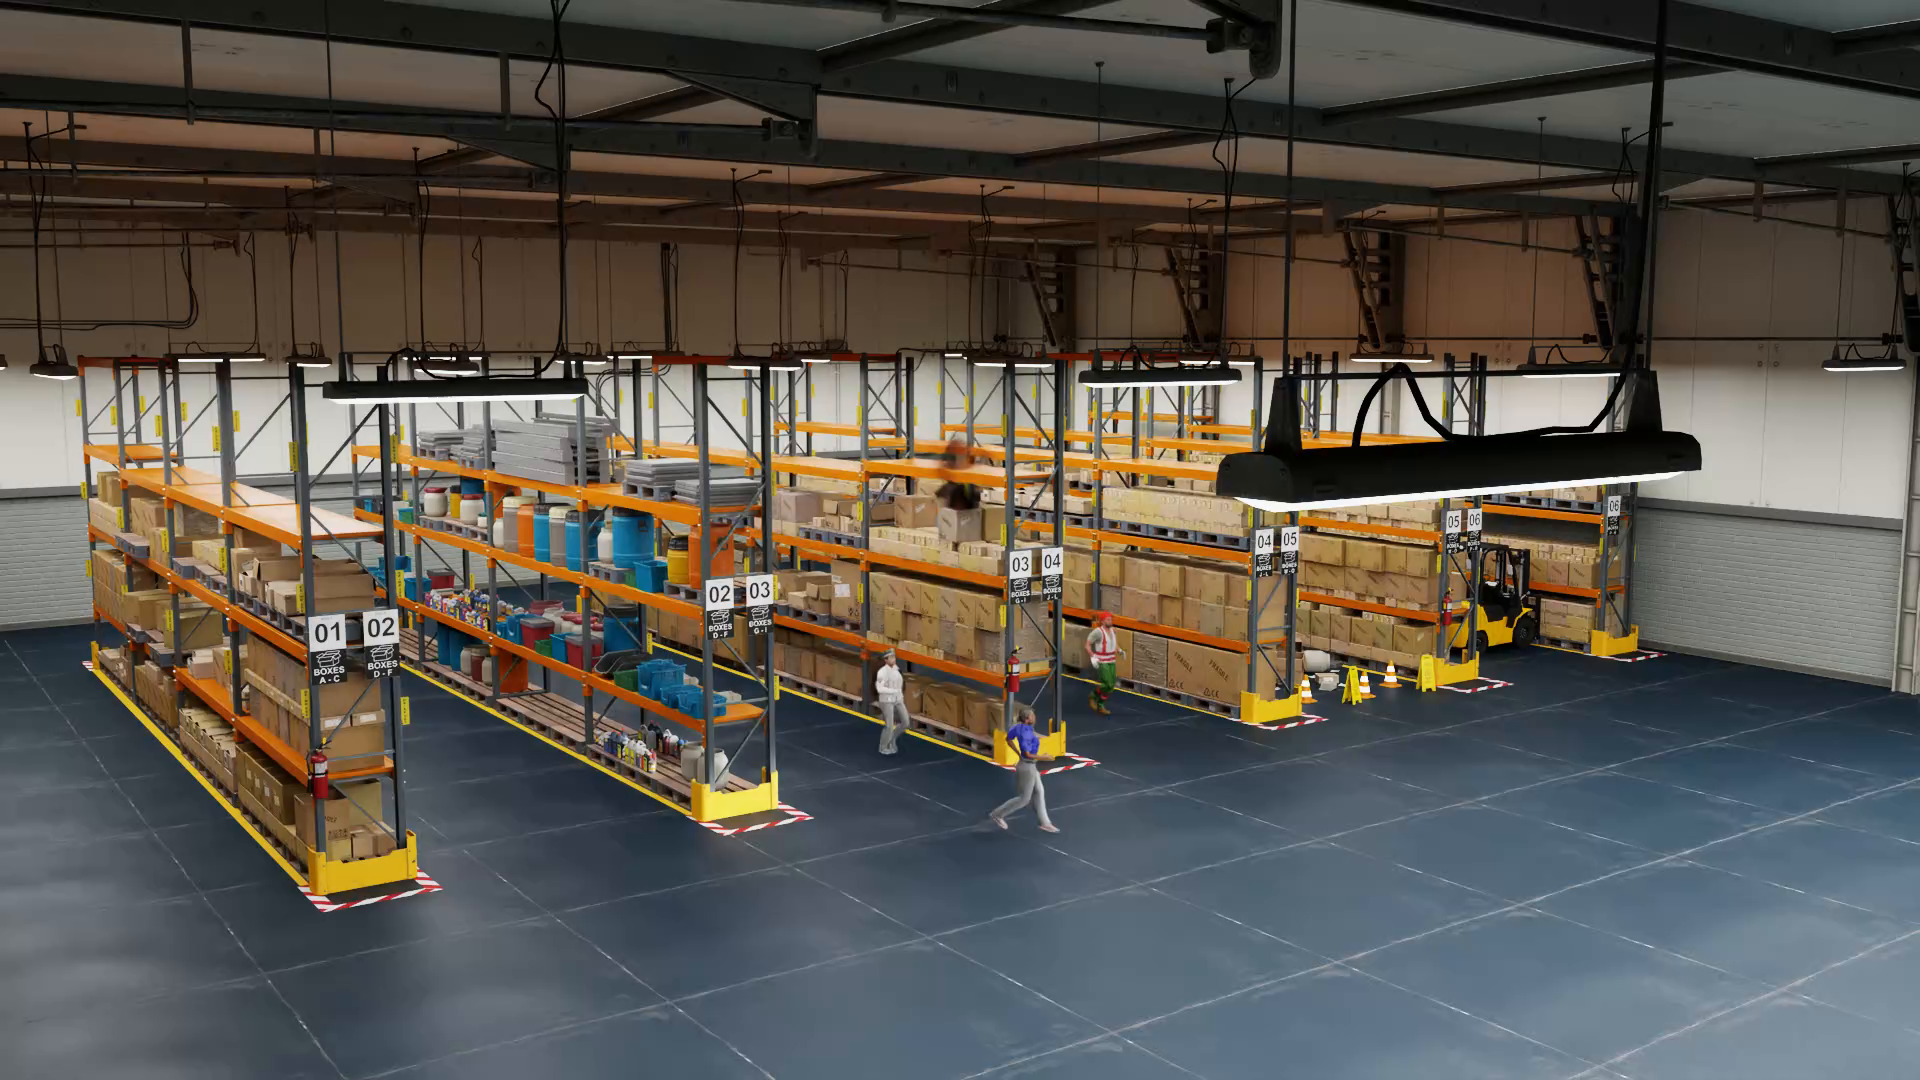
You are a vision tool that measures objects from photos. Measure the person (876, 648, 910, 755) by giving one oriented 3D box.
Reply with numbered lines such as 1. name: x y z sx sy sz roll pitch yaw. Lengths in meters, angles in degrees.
1. person: -0.994 2.449 25.191 0.599 1.651 0.591 7 10 43

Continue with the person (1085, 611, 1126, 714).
1. person: 2.476 2.066 28.043 0.584 1.749 0.669 7 10 43

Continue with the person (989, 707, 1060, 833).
1. person: 0.828 2.960 21.217 0.930 1.648 0.592 -1 7 -6
